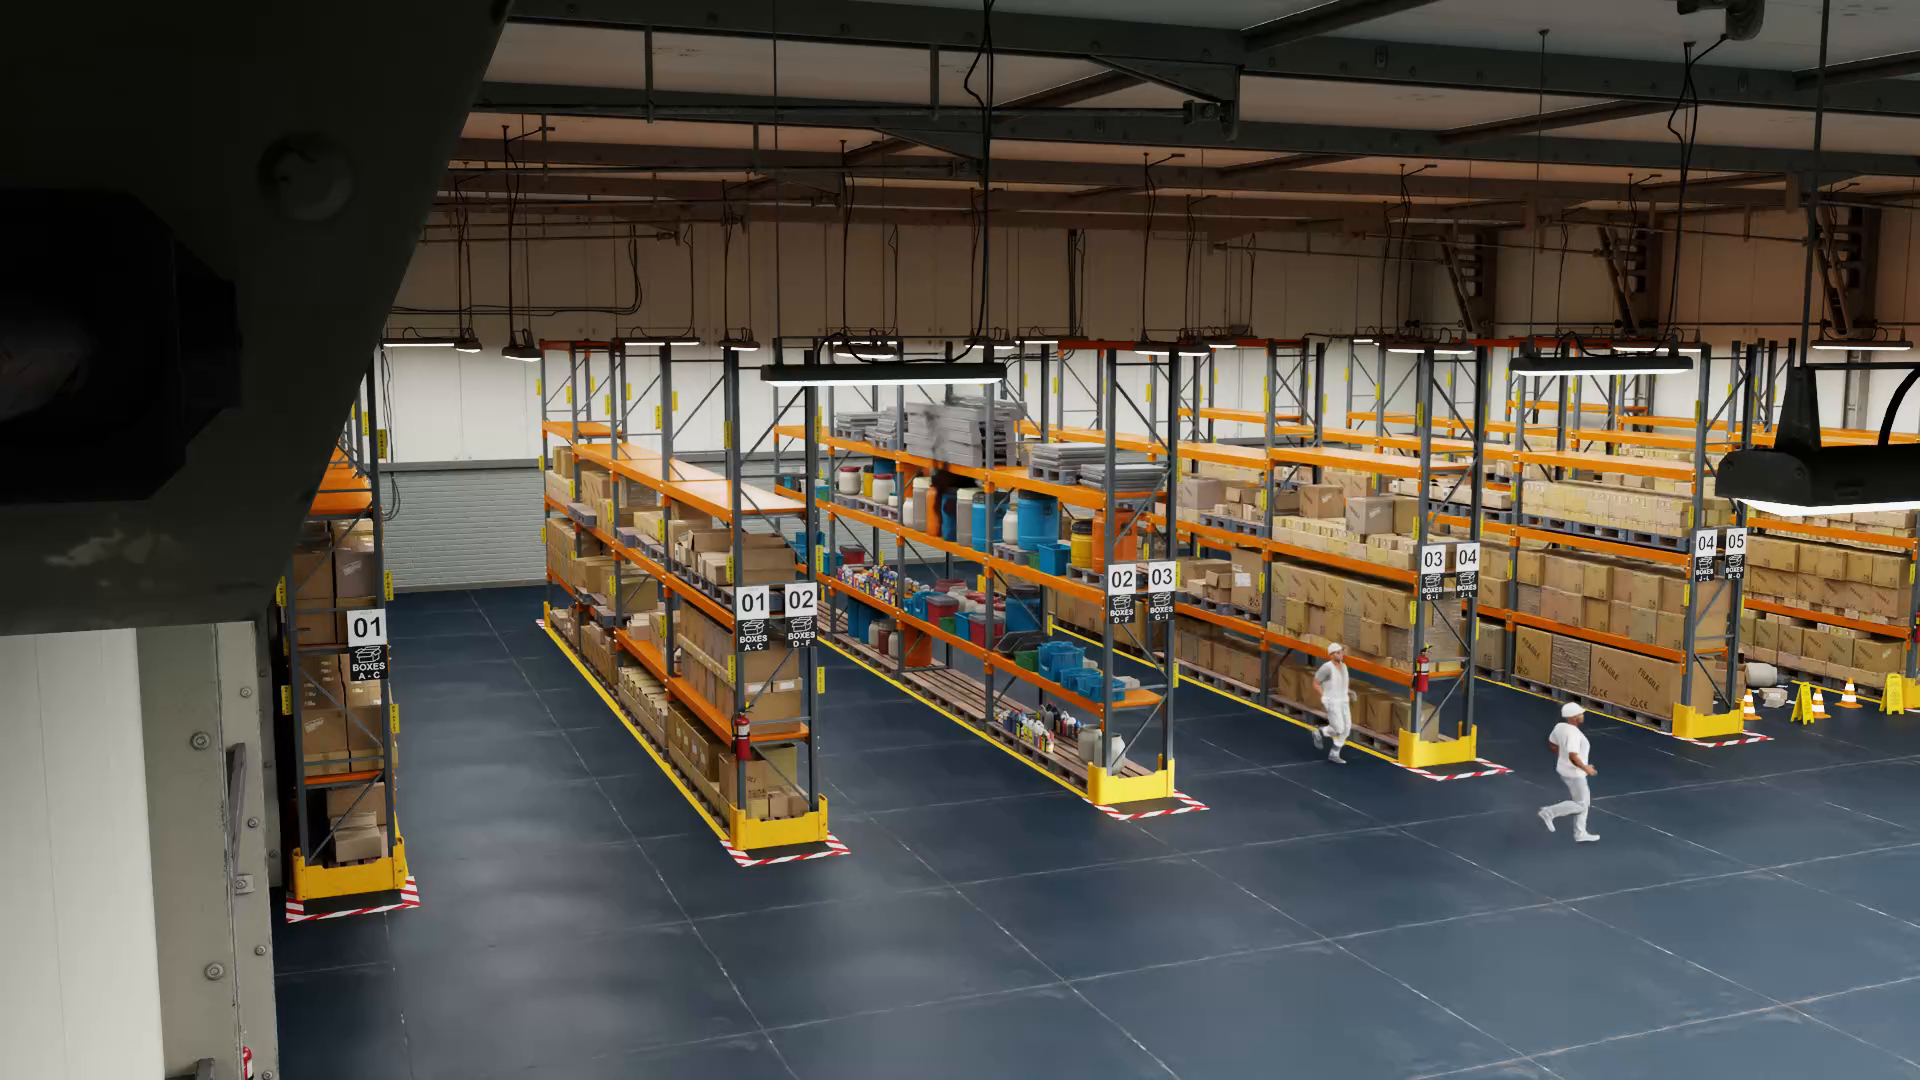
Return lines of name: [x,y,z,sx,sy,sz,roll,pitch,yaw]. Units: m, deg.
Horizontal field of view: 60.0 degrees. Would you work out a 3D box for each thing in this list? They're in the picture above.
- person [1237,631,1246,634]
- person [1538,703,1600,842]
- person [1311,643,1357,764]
person: [5.692,1.064,34.295,0.611,1.672,0.774,-4,8,-27]
person: [7.457,2.841,20.319,0.787,1.738,0.720,0,7,0]
person: [5.416,2.351,24.091,0.657,1.743,0.605,-5,9,-33]
